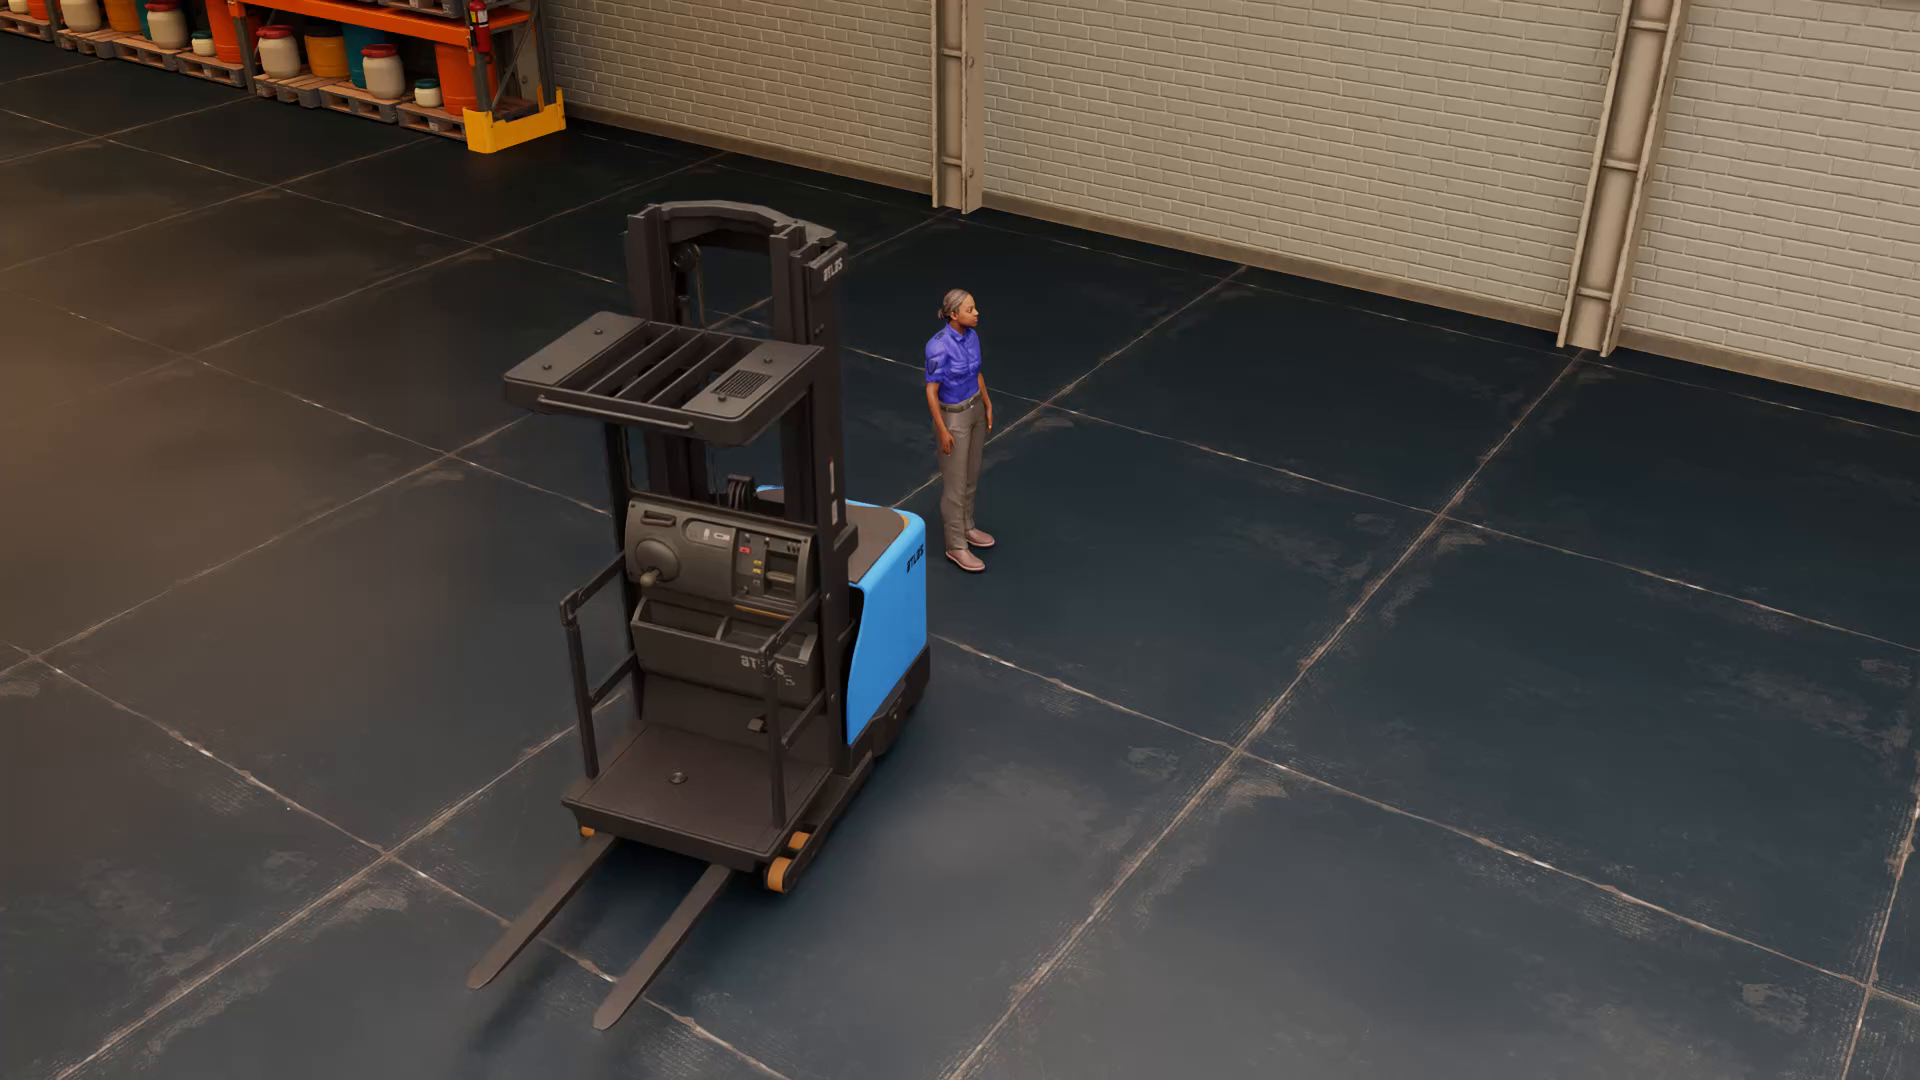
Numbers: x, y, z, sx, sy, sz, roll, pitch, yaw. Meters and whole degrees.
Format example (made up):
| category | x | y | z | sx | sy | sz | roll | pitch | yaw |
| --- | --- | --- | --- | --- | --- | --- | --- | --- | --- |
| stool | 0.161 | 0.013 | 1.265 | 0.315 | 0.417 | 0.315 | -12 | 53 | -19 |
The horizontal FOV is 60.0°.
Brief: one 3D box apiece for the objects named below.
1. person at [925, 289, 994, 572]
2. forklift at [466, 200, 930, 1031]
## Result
| category | x | y | z | sx | sy | sz | roll | pitch | yaw |
| --- | --- | --- | --- | --- | --- | --- | --- | --- | --- |
| person | 0.061 | -0.649 | 10.047 | 0.504 | 1.563 | 0.569 | 19 | 35 | 29 |
| forklift | -1.179 | 0.124 | 7.367 | 1.130 | 2.935 | 3.031 | 11 | 32 | 19 |
